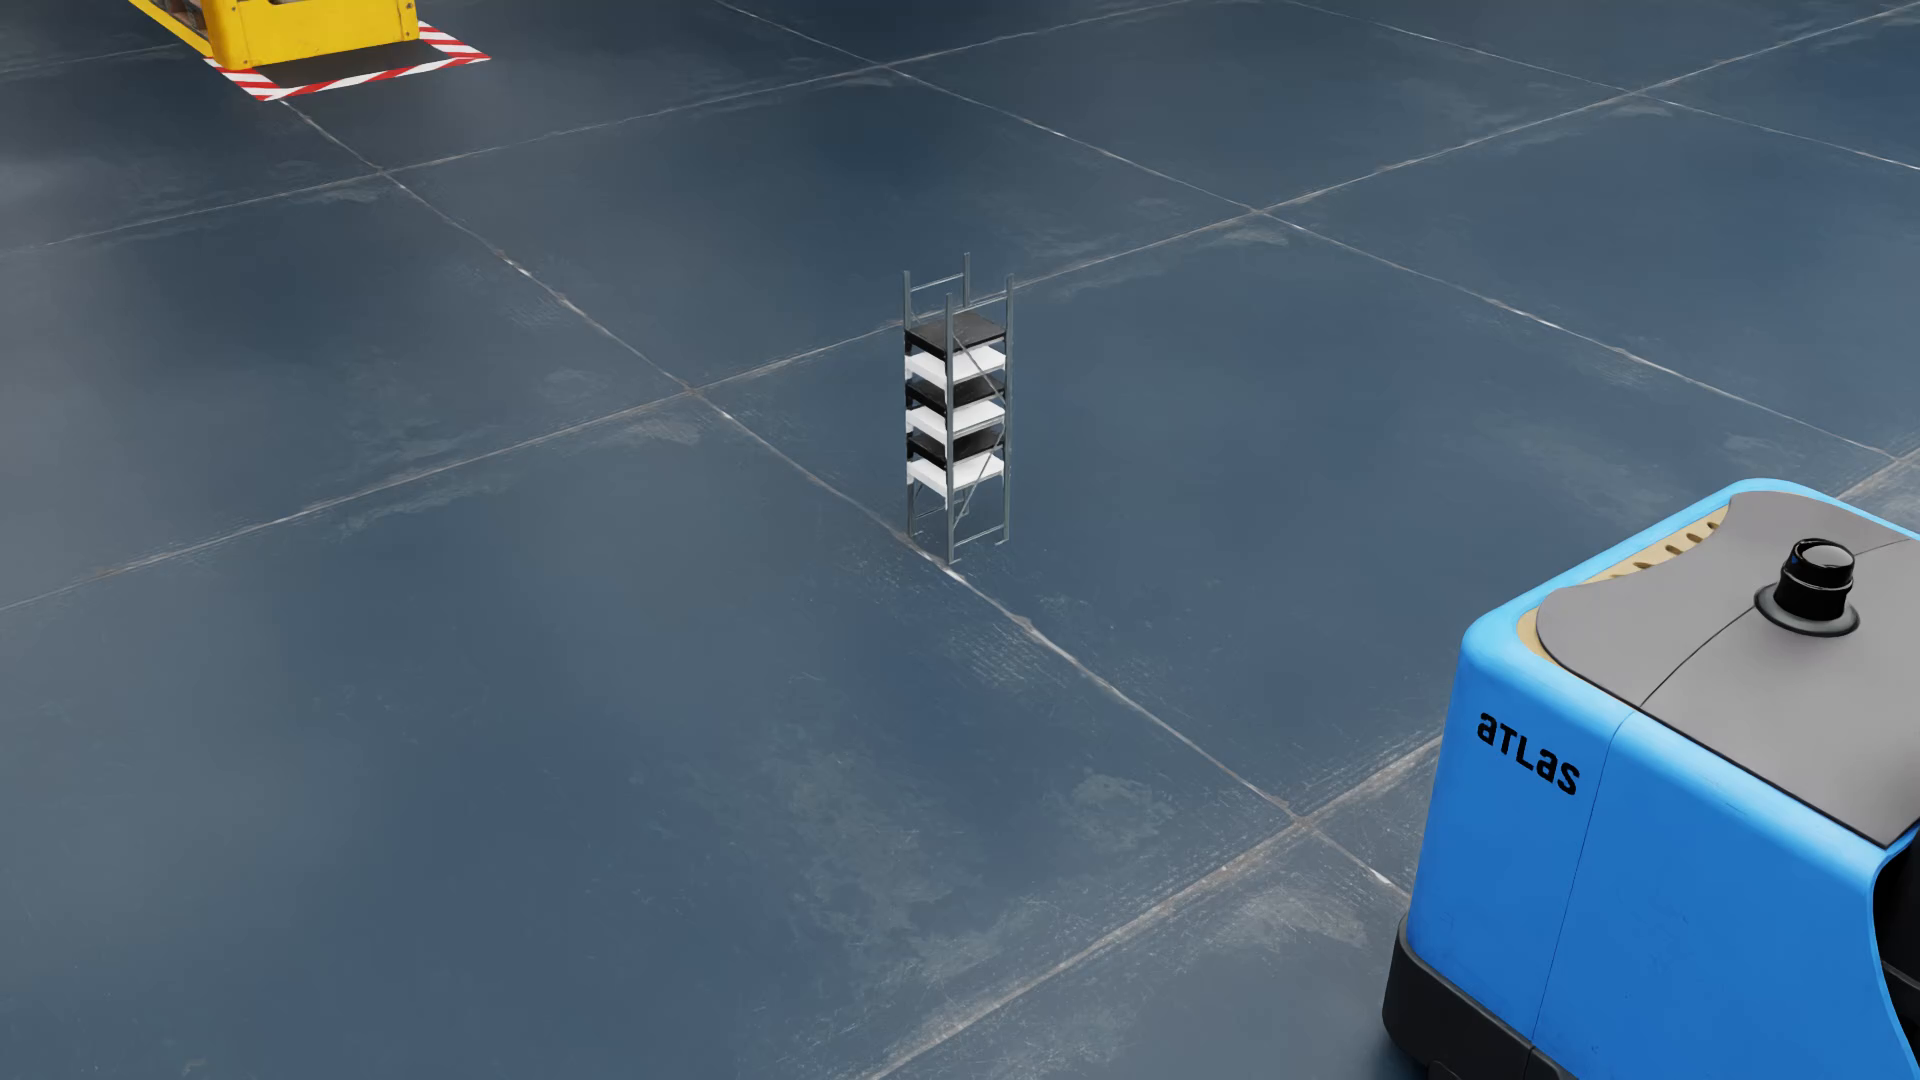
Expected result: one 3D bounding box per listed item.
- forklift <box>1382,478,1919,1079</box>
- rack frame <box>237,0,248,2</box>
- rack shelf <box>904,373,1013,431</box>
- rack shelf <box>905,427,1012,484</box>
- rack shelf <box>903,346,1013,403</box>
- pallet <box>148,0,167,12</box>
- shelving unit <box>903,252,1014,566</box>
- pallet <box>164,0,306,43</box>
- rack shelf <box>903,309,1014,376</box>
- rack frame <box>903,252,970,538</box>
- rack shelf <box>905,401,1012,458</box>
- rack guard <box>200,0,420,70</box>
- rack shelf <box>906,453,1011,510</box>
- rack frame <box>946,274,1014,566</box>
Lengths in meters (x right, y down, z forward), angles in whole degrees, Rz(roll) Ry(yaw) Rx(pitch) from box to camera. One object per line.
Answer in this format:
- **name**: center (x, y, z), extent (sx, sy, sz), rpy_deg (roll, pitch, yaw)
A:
- **forklift**: center (2.170, 0.291, 2.004), extent (1.130, 2.935, 3.031), rpy_deg (-21, 38, -31)
- **rack frame**: center (-3.778, -4.225, 9.210), extent (1.000, 3.000, 0.127), rpy_deg (-22, 38, -31)
- **rack shelf**: center (-0.005, -0.434, 4.988), extent (0.258, 0.077, 0.200), rpy_deg (-22, 38, -31)
- **rack shelf**: center (-0.005, -0.281, 5.083), extent (0.258, 0.077, 0.200), rpy_deg (-22, 38, -31)
- **rack shelf**: center (-0.005, -0.510, 4.941), extent (0.258, 0.077, 0.200), rpy_deg (-22, 38, -31)
- **pallet**: center (-5.100, -3.905, 11.338), extent (1.003, 0.211, 1.213), rpy_deg (-22, 38, -31)
- **shelving unit**: center (-0.005, -0.386, 5.018), extent (0.258, 0.900, 0.210), rpy_deg (-22, 38, -31)
- **pallet**: center (-4.356, -3.397, 10.520), extent (1.003, 0.211, 1.213), rpy_deg (-22, 38, -31)
- **rack shelf**: center (-0.005, -0.587, 4.893), extent (0.258, 0.077, 0.200), rpy_deg (-22, 38, -31)
- **rack frame**: center (-0.067, -0.428, 5.086), extent (0.240, 0.900, 0.006), rpy_deg (-22, 38, -31)
- **rack shelf**: center (-0.005, -0.357, 5.036), extent (0.258, 0.077, 0.200), rpy_deg (-22, 38, -31)
- **rack guard**: center (-3.862, -3.180, 9.896), extent (1.175, 0.500, 0.348), rpy_deg (-22, 38, -31)
- **rack shelf**: center (-0.005, -0.204, 5.131), extent (0.258, 0.077, 0.200), rpy_deg (-22, 38, -31)
- **rack frame**: center (0.057, -0.343, 4.950), extent (0.240, 0.900, 0.006), rpy_deg (-22, 38, -31)
